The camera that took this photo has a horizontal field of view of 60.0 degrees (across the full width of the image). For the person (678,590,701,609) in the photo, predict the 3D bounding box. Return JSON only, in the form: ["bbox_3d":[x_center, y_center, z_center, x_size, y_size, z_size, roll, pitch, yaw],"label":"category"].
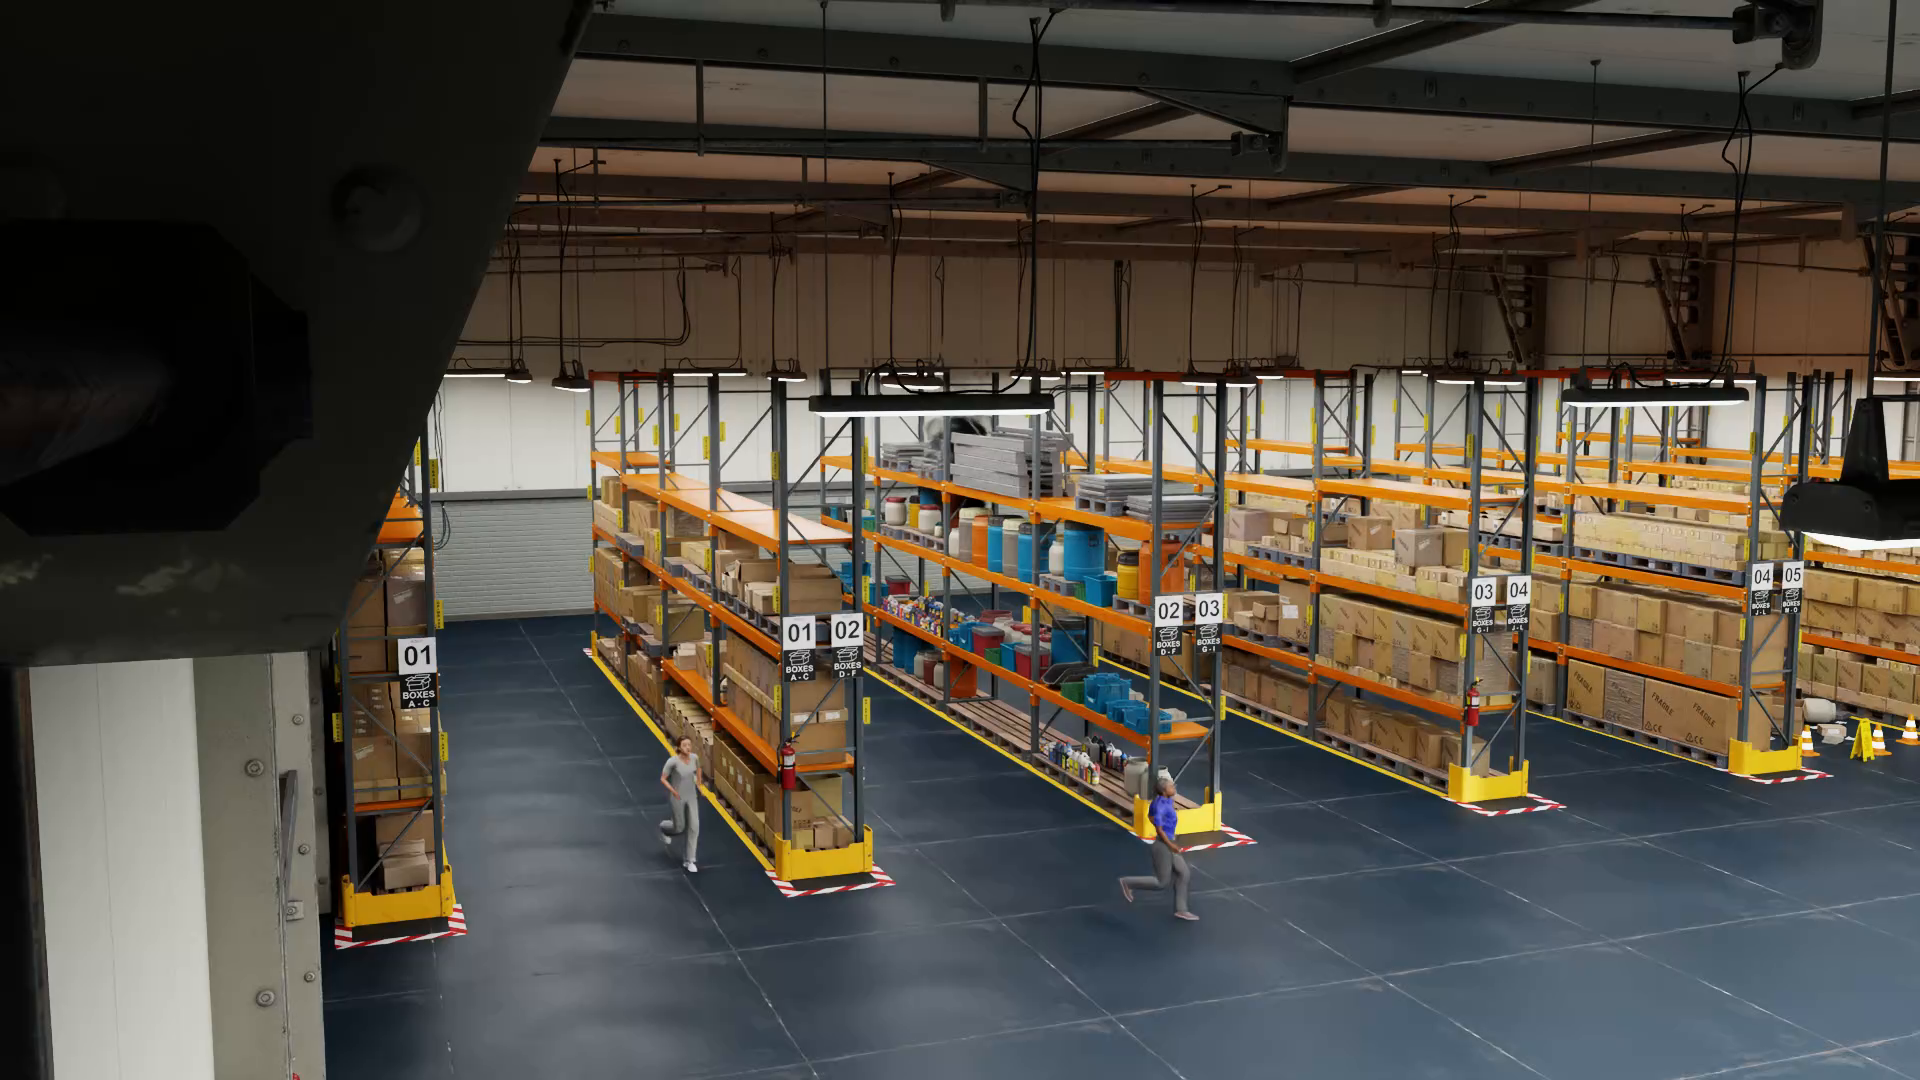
[{"bbox_3d":[-5.872,1.466,36.168,0.561,1.686,0.702,4,7,30],"label":"person"}]

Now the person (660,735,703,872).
[{"bbox_3d":[-3.444,3.223,20.675,0.573,1.644,0.935,-4,8,-33],"label":"person"}]

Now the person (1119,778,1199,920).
[{"bbox_3d":[2.250,3.471,18.690,0.892,1.629,0.564,1,7,11],"label":"person"}]
